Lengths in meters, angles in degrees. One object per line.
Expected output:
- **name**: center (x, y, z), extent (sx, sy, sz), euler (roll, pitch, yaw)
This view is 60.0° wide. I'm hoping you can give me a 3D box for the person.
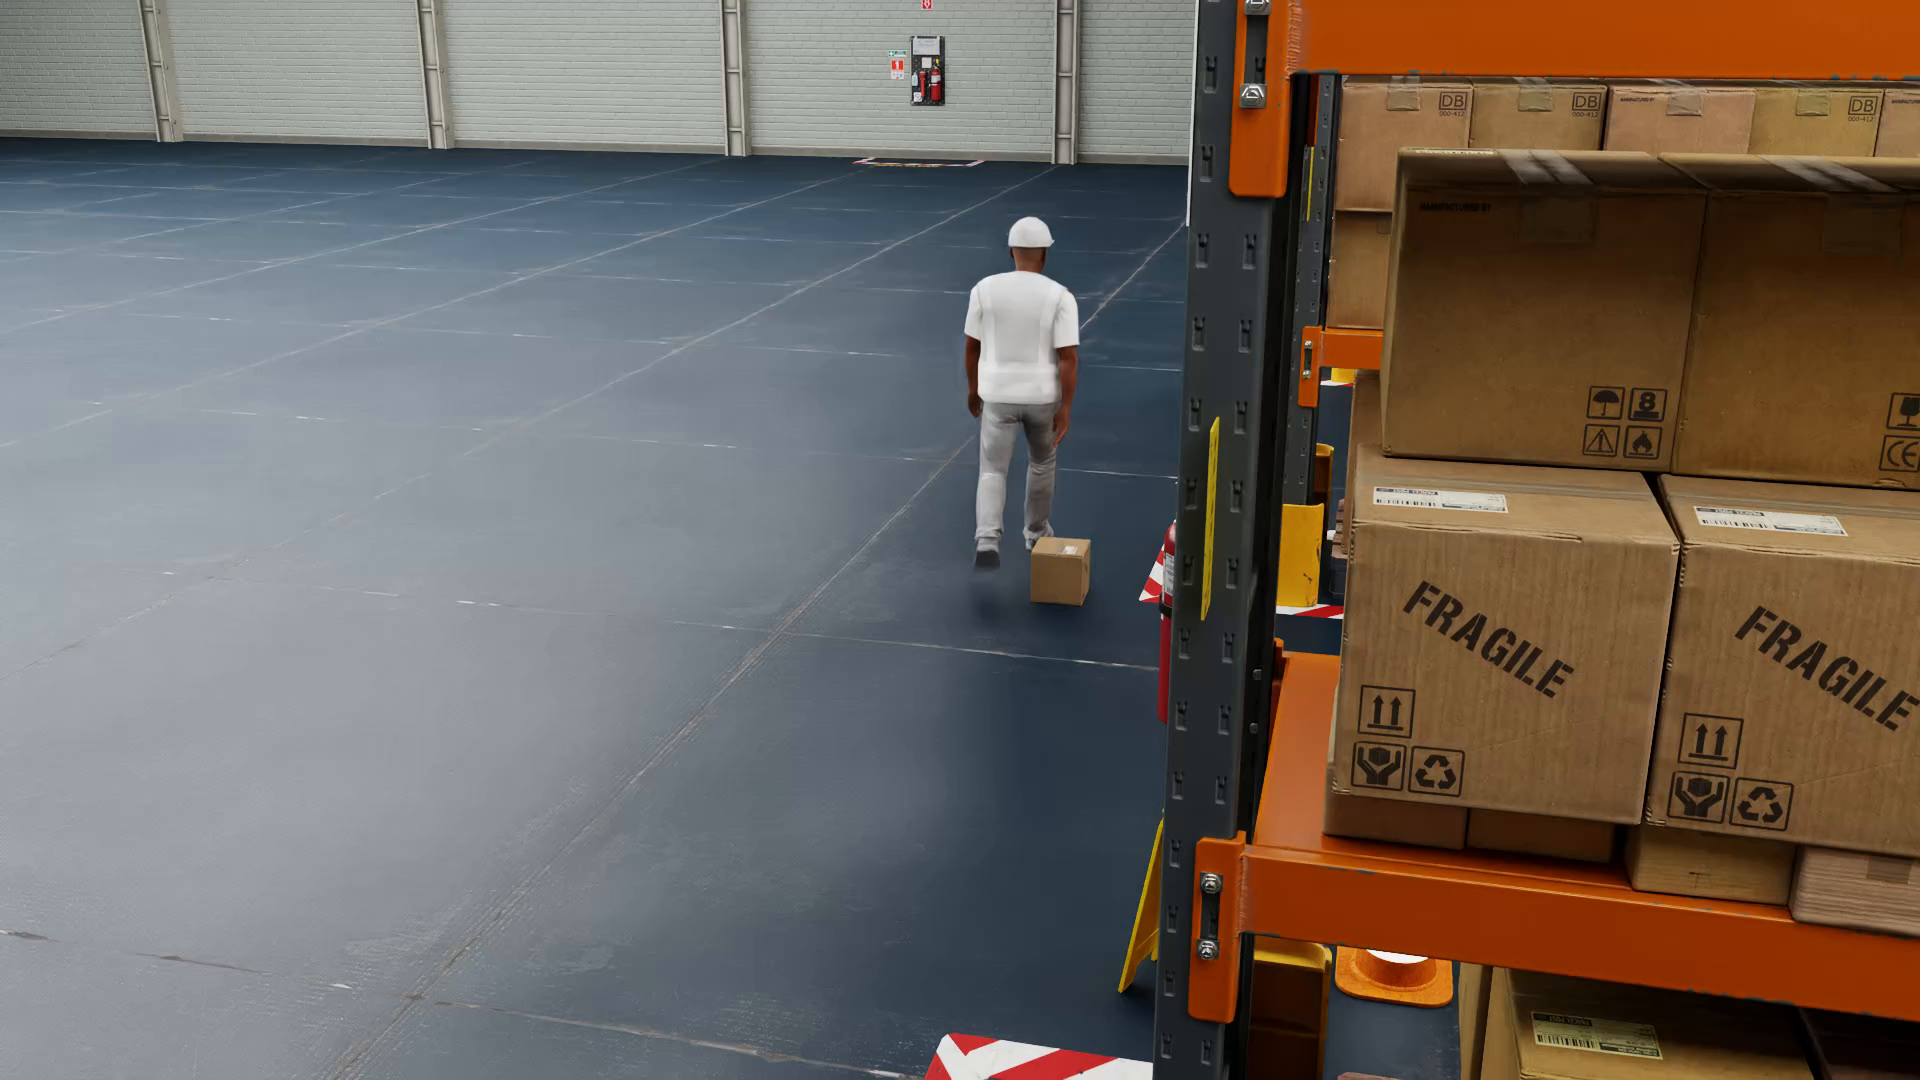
- **person**: center (0.292, -0.698, 8.138), extent (0.575, 1.726, 0.995), euler (2, 18, 8)
